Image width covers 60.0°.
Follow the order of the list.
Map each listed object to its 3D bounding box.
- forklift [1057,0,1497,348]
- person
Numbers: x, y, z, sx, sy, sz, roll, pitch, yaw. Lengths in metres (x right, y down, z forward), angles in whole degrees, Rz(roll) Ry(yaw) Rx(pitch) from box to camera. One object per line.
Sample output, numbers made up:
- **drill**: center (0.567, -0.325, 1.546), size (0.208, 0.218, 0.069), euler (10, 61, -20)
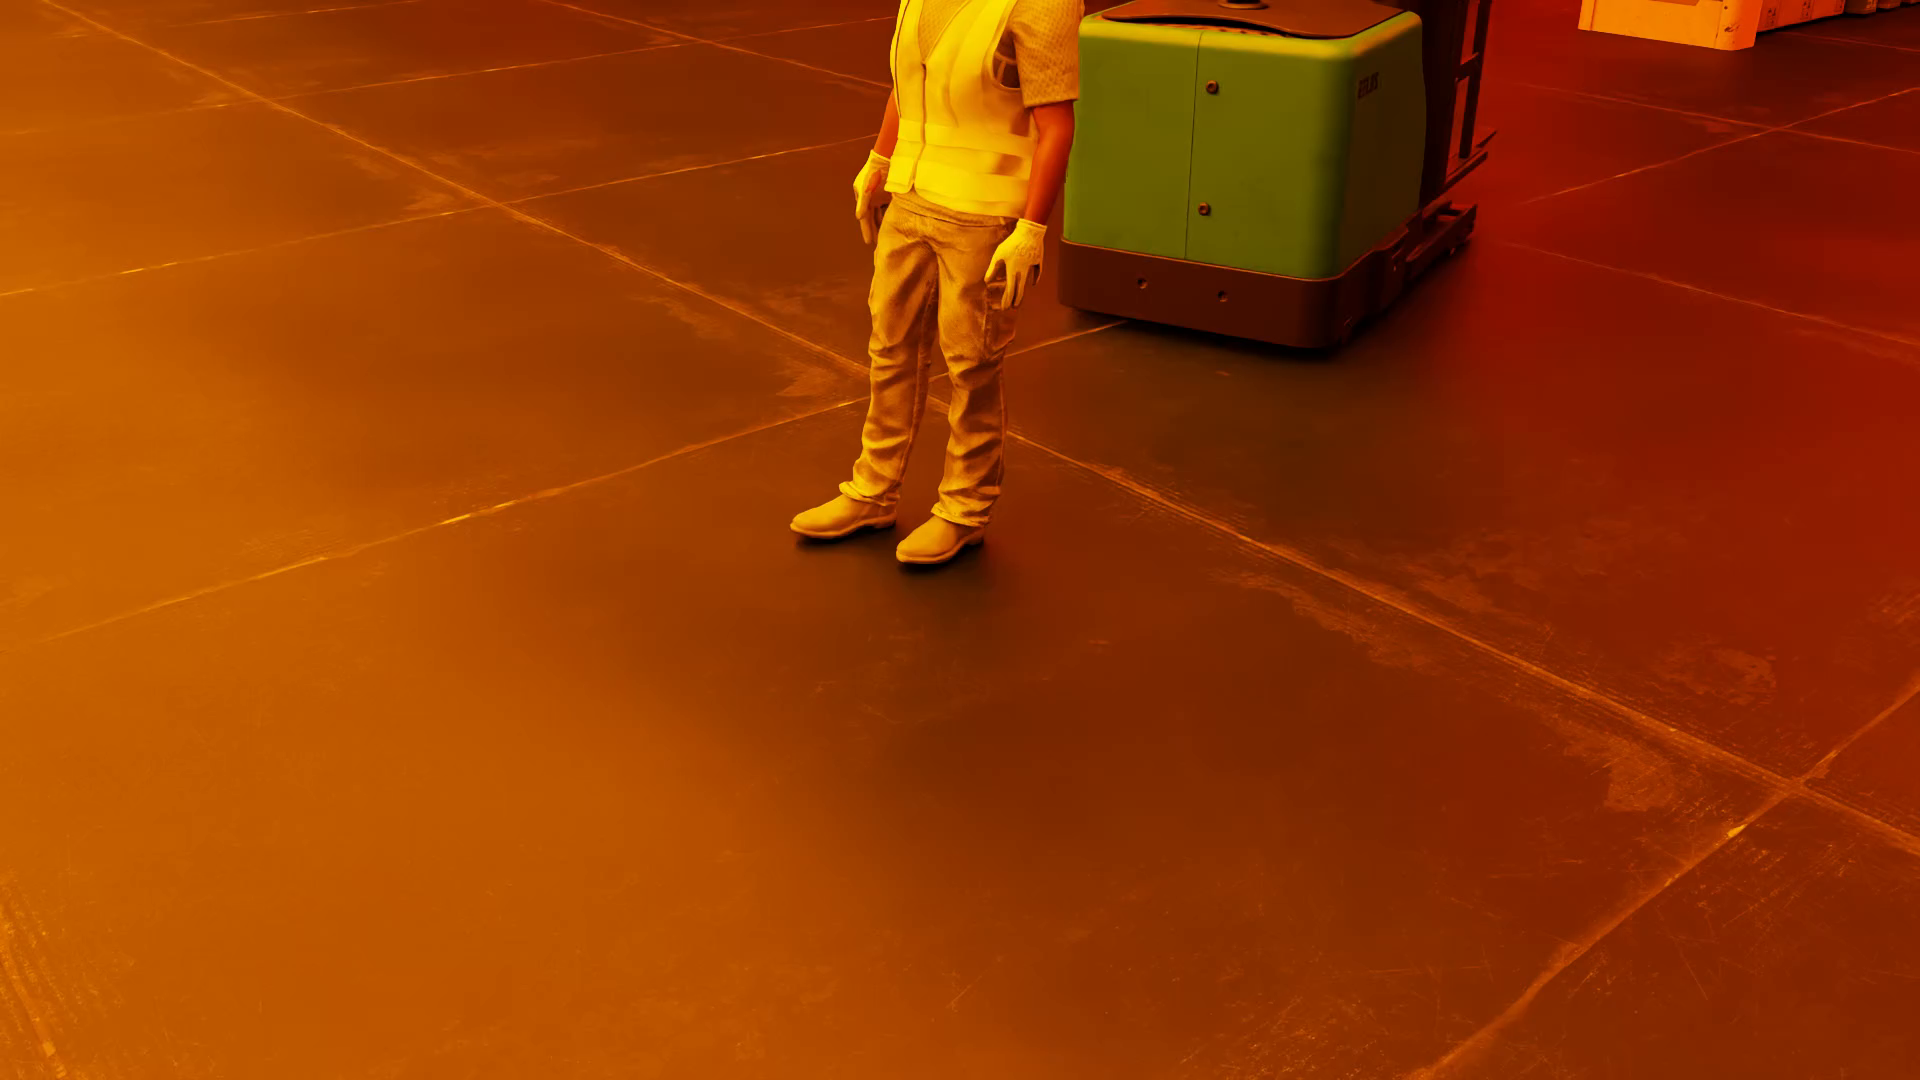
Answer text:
- **forklift**: center (1.528, -2.581, 6.406), size (1.130, 2.935, 3.031), euler (14, 30, 26)
- **person**: center (-0.061, -0.788, 4.066), size (0.575, 1.785, 0.657), euler (-20, 33, -35)
